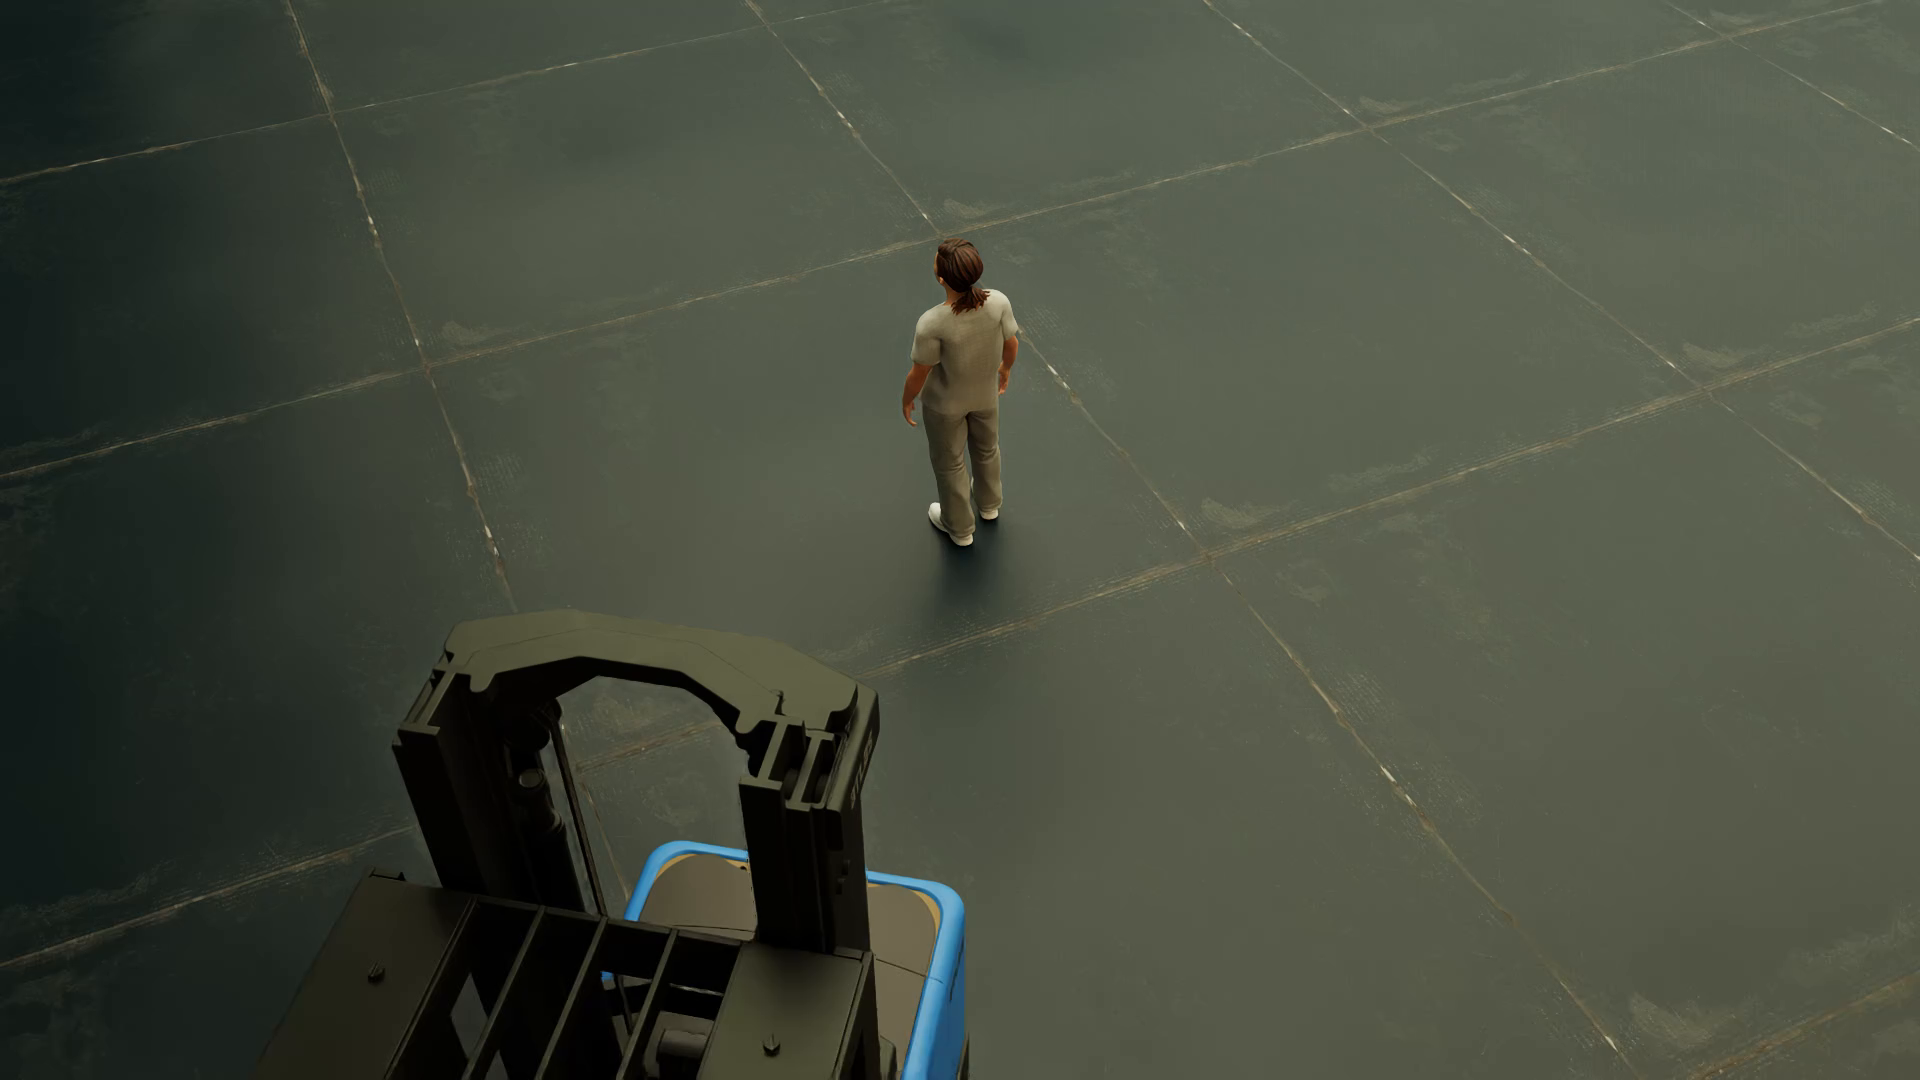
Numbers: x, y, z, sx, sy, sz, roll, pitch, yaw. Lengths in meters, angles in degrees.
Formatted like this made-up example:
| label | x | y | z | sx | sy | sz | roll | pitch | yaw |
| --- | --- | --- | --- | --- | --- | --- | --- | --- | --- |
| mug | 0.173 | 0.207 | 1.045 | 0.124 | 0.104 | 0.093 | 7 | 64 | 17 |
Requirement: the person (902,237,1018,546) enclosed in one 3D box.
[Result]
| label | x | y | z | sx | sy | sz | roll | pitch | yaw |
| --- | --- | --- | --- | --- | --- | --- | --- | --- | --- |
| person | -0.019 | -0.664 | 7.308 | 0.549 | 1.663 | 0.548 | -18 | 46 | -18 |

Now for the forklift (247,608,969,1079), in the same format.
| label | x | y | z | sx | sy | sz | roll | pitch | yaw |
| --- | --- | --- | --- | --- | --- | --- | --- | --- | --- |
| forklift | -0.762 | 1.703 | 3.856 | 1.130 | 2.935 | 3.031 | 8 | 44 | 8 |
